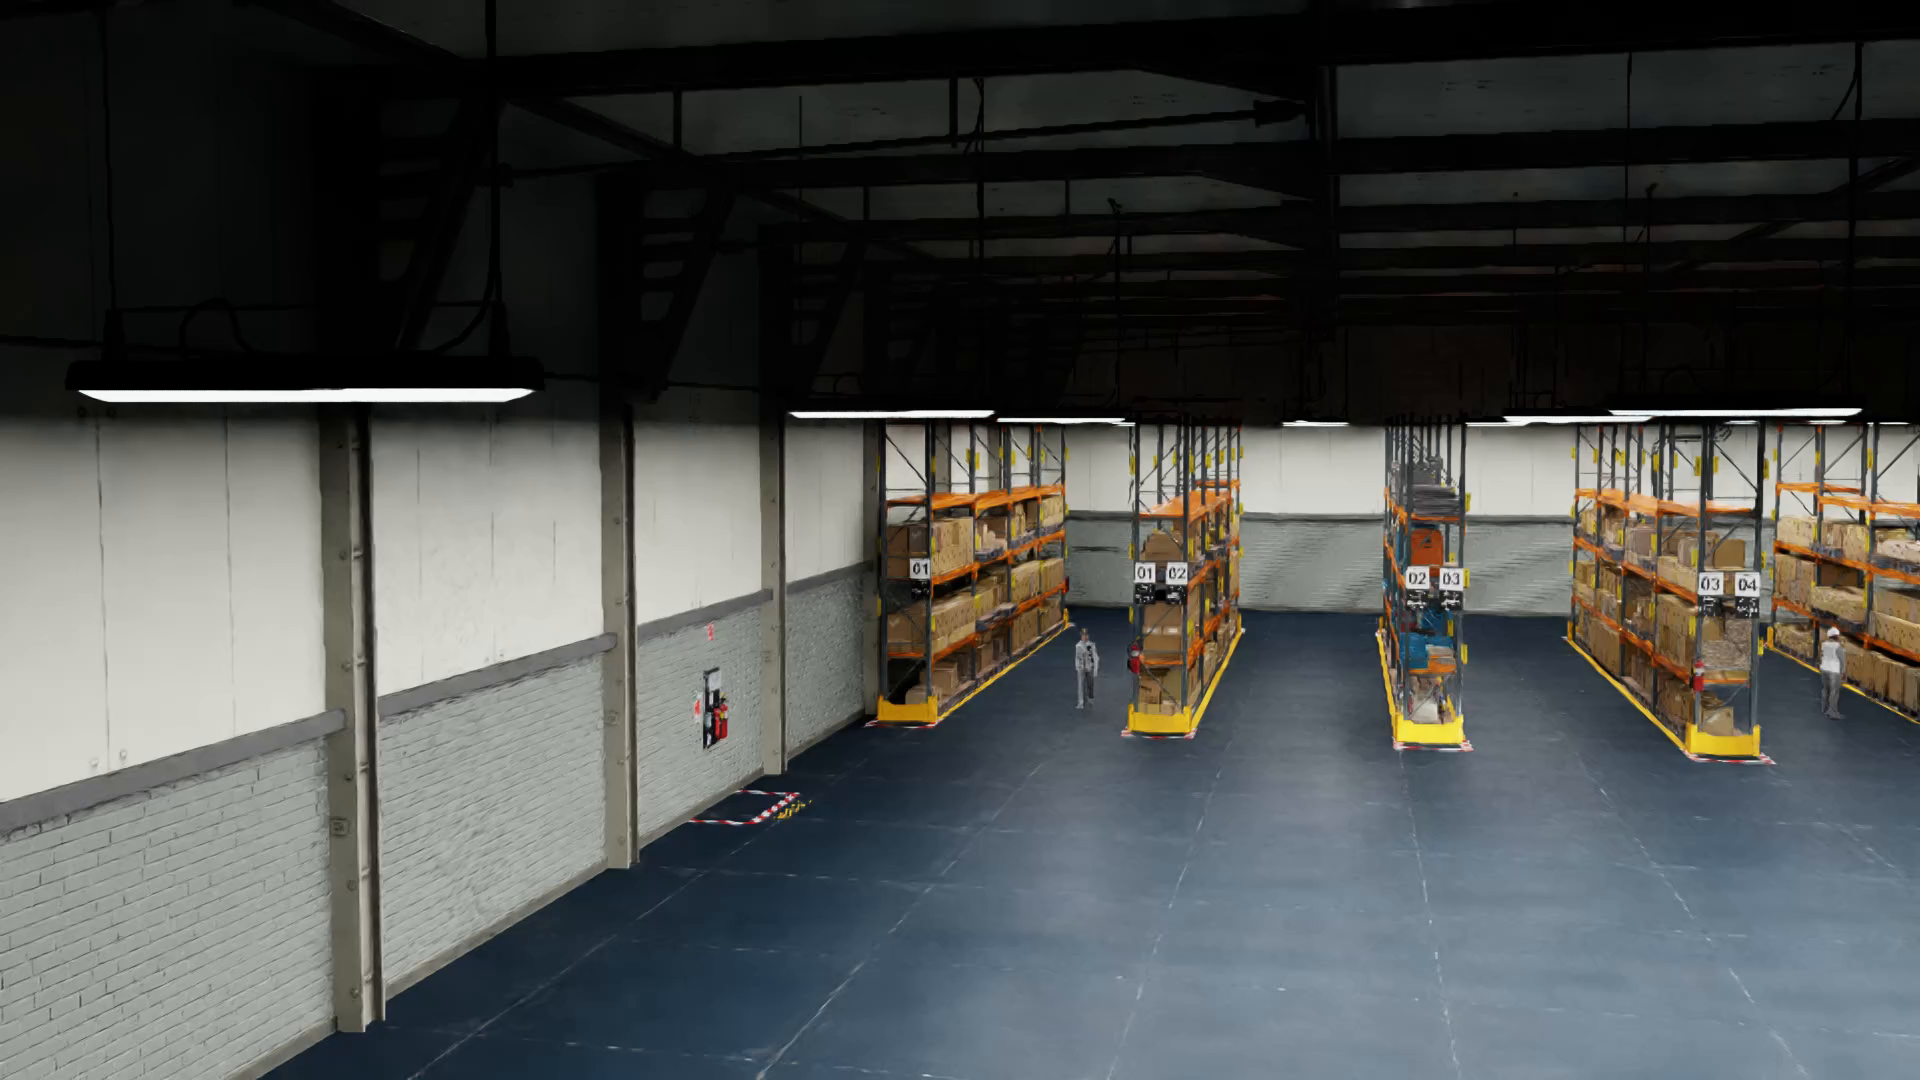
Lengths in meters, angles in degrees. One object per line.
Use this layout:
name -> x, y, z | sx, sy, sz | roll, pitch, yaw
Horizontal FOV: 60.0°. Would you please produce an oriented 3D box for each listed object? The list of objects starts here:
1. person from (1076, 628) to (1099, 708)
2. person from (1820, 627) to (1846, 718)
person -> 2.592, 2.604, 34.006 | 0.502, 1.621, 0.988 | 1, 4, 12
person -> 17.259, 2.601, 32.825 | 0.448, 1.780, 0.586 | -1, 4, -17
